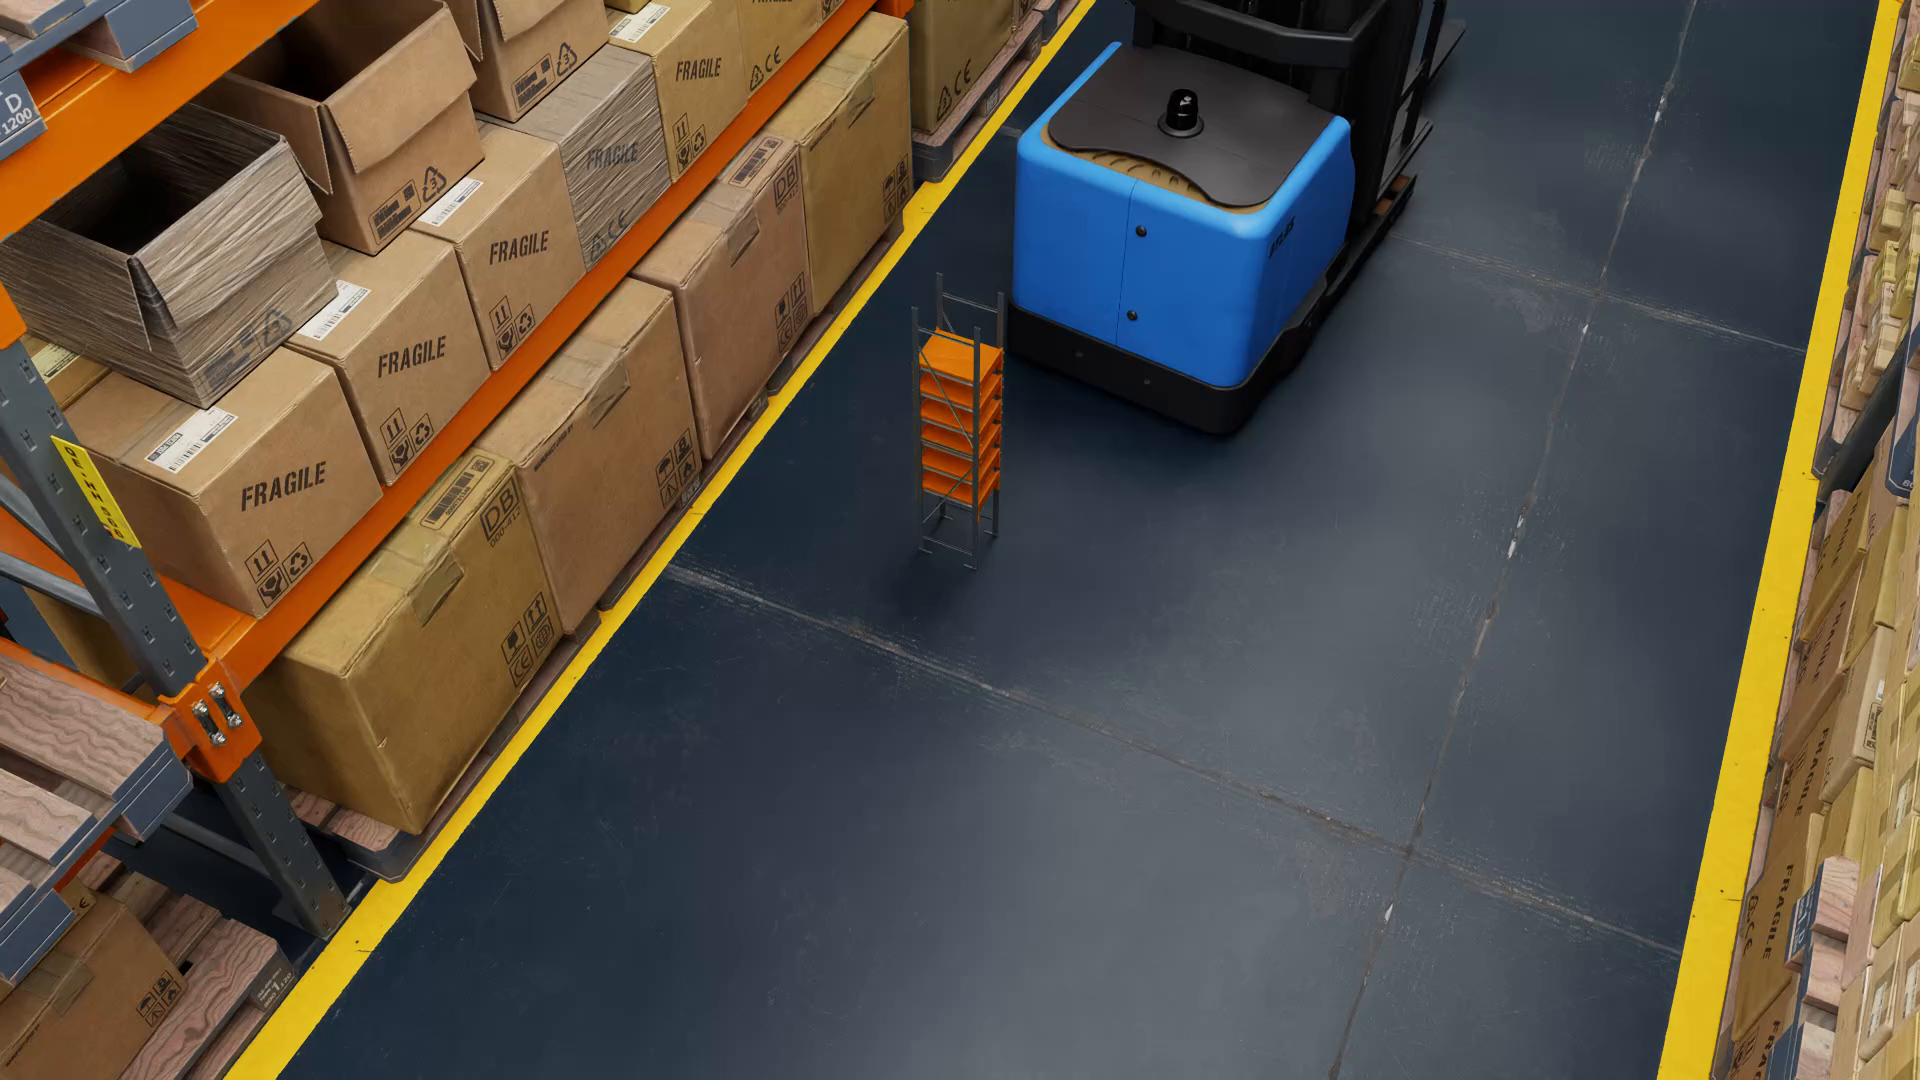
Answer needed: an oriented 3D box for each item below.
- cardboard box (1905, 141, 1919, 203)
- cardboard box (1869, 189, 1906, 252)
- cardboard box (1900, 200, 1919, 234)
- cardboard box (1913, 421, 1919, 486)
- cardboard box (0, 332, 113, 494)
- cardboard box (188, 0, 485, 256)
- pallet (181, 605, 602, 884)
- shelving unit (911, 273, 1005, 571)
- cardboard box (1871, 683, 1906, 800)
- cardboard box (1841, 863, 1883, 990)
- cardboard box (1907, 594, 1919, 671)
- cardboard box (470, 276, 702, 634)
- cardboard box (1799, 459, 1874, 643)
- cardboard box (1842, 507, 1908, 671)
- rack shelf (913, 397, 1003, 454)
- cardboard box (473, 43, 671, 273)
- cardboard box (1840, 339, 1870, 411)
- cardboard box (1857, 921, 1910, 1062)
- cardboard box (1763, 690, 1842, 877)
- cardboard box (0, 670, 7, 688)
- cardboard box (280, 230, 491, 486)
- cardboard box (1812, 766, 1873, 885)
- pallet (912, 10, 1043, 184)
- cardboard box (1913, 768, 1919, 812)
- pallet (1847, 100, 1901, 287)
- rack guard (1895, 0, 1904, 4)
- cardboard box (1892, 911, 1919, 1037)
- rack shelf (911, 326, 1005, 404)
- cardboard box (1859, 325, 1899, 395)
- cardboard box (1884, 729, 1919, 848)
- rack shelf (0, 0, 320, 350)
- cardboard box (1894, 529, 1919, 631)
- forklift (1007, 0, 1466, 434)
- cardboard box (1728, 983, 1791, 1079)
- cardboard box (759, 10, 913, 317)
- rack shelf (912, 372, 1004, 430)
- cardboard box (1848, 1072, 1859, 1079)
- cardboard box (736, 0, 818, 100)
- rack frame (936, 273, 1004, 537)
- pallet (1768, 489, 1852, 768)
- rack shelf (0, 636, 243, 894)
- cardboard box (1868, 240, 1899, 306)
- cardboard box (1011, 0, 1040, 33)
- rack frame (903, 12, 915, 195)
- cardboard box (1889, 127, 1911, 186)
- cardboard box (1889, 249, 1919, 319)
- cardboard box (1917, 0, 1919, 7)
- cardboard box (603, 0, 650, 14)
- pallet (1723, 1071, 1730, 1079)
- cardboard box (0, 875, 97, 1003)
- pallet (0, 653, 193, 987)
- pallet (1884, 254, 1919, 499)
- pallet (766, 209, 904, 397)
[{"bbox_3d":[4.059,-1.461,6.729,0.380,0.149,0.250,17,52,14],"label":"cardboard box"},{"bbox_3d":[4.057,-1.300,6.982,0.380,0.149,0.250,20,52,16],"label":"cardboard box"},{"bbox_3d":[4.092,-1.326,6.810,0.380,0.149,0.250,21,53,17],"label":"cardboard box"},{"bbox_3d":[2.731,-0.215,4.353,0.380,0.149,0.250,18,52,15],"label":"cardboard box"},{"bbox_3d":[-2.408,-0.376,4.534,0.500,0.500,0.500,21,53,17],"label":"cardboard box"},{"bbox_3d":[-1.787,-1.226,4.600,0.797,0.503,0.637,21,53,17],"label":"cardboard box"},{"bbox_3d":[-1.990,0.463,5.718,1.003,0.211,1.213,20,52,16],"label":"pallet"},{"bbox_3d":[-0.006,-0.379,5.785,0.258,1.200,0.189,20,52,16],"label":"shelving unit"},{"bbox_3d":[2.282,0.513,3.733,0.380,0.149,0.250,18,52,15],"label":"cardboard box"},{"bbox_3d":[2.059,0.869,3.430,0.380,0.149,0.250,21,53,17],"label":"cardboard box"},{"bbox_3d":[2.395,0.232,3.777,0.380,0.149,0.250,21,53,17],"label":"cardboard box"},{"bbox_3d":[-1.694,-0.450,5.783,1.225,0.875,0.875,20,52,16],"label":"cardboard box"},{"bbox_3d":[3.200,0.103,5.559,0.500,0.500,0.500,22,53,17],"label":"cardboard box"},{"bbox_3d":[2.975,0.228,4.960,0.500,0.250,0.500,21,53,17],"label":"cardboard box"},{"bbox_3d":[-0.006,-0.428,5.727,0.258,0.103,0.180,20,52,16],"label":"rack shelf"},{"bbox_3d":[-1.292,-1.255,5.282,0.500,0.500,0.500,20,52,16],"label":"cardboard box"},{"bbox_3d":[3.615,-0.587,6.376,0.380,0.149,0.250,20,53,17],"label":"cardboard box"},{"bbox_3d":[1.958,0.937,3.177,0.380,0.149,0.250,22,53,17],"label":"cardboard box"},{"bbox_3d":[2.764,0.833,4.937,0.500,0.500,0.500,21,53,17],"label":"cardboard box"},{"bbox_3d":[-2.590,0.294,3.689,0.500,0.500,0.500,14,51,12],"label":"cardboard box"},{"bbox_3d":[-1.723,-0.557,4.689,0.500,0.500,0.500,19,52,15],"label":"cardboard box"},{"bbox_3d":[2.539,0.939,4.354,0.500,0.250,0.500,21,53,17],"label":"cardboard box"},{"bbox_3d":[-0.290,-2.272,8.044,1.003,0.211,1.213,20,52,16],"label":"pallet"},{"bbox_3d":[2.173,0.489,3.363,0.380,0.149,0.250,21,53,17],"label":"cardboard box"},{"bbox_3d":[4.530,-1.407,7.309,1.003,0.211,1.213,20,52,16],"label":"pallet"},{"bbox_3d":[5.432,-2.886,8.377,1.175,0.500,0.348,20,52,16],"label":"rack guard"},{"bbox_3d":[1.951,0.854,3.052,0.380,0.149,0.250,19,52,16],"label":"cardboard box"},{"bbox_3d":[-0.006,-0.583,5.544,0.258,0.103,0.180,20,52,16],"label":"rack shelf"},{"bbox_3d":[3.602,-0.623,6.211,0.380,0.149,0.250,21,53,17],"label":"cardboard box"},{"bbox_3d":[2.176,0.583,3.478,0.380,0.149,0.250,20,52,16],"label":"cardboard box"},{"bbox_3d":[-1.541,-2.039,4.518,1.077,0.370,4.000,20,52,16],"label":"rack shelf"},{"bbox_3d":[2.508,0.147,4.045,0.380,0.149,0.250,18,52,14],"label":"cardboard box"},{"bbox_3d":[1.391,-2.480,6.436,1.130,2.935,3.031,25,54,20],"label":"forklift"},{"bbox_3d":[2.316,1.540,4.336,0.500,0.500,0.500,22,53,18],"label":"cardboard box"},{"bbox_3d":[-0.941,-1.677,6.827,1.225,0.875,0.875,20,52,16],"label":"cardboard box"},{"bbox_3d":[-0.006,-0.506,5.636,0.258,0.103,0.180,20,52,16],"label":"rack shelf"},{"bbox_3d":[1.842,1.217,3.134,0.380,0.149,0.250,21,53,17],"label":"cardboard box"},{"bbox_3d":[-0.857,-1.960,5.883,0.500,0.500,0.500,21,53,17],"label":"cardboard box"},{"bbox_3d":[0.033,-0.442,5.838,0.240,1.200,0.006,20,52,16],"label":"rack frame"},{"bbox_3d":[3.424,0.447,5.731,1.003,0.211,1.213,20,52,16],"label":"pallet"},{"bbox_3d":[-3.249,1.688,3.317,1.077,0.370,4.000,20,52,16],"label":"rack shelf"},{"bbox_3d":[3.805,-1.003,6.535,0.380,0.149,0.250,18,52,15],"label":"cardboard box"},{"bbox_3d":[0.053,-3.173,8.100,0.875,0.875,0.875,20,52,16],"label":"cardboard box"},{"bbox_3d":[-0.686,-2.677,6.558,1.000,3.000,0.127,20,52,16],"label":"rack frame"},{"bbox_3d":[4.302,-1.634,7.267,0.380,0.149,0.250,20,52,16],"label":"cardboard box"},{"bbox_3d":[3.745,-0.917,6.267,0.380,0.149,0.250,20,53,17],"label":"cardboard box"},{"bbox_3d":[4.951,-2.704,8.177,0.380,0.149,0.250,21,53,17],"label":"cardboard box"},{"bbox_3d":[-1.255,-2.123,5.363,0.797,0.503,0.637,20,53,16],"label":"cardboard box"},{"bbox_3d":[2.382,2.127,4.302,1.003,0.211,1.213,20,52,16],"label":"pallet"},{"bbox_3d":[-2.654,0.973,4.313,0.500,0.250,0.500,22,53,18],"label":"cardboard box"},{"bbox_3d":[-2.603,0.665,3.841,1.213,0.211,1.003,20,52,16],"label":"pallet"},{"bbox_3d":[3.297,-0.453,4.792,1.003,0.211,1.213,20,52,16],"label":"pallet"},{"bbox_3d":[-0.948,-1.218,7.147,1.003,0.211,1.213,20,52,16],"label":"pallet"}]
